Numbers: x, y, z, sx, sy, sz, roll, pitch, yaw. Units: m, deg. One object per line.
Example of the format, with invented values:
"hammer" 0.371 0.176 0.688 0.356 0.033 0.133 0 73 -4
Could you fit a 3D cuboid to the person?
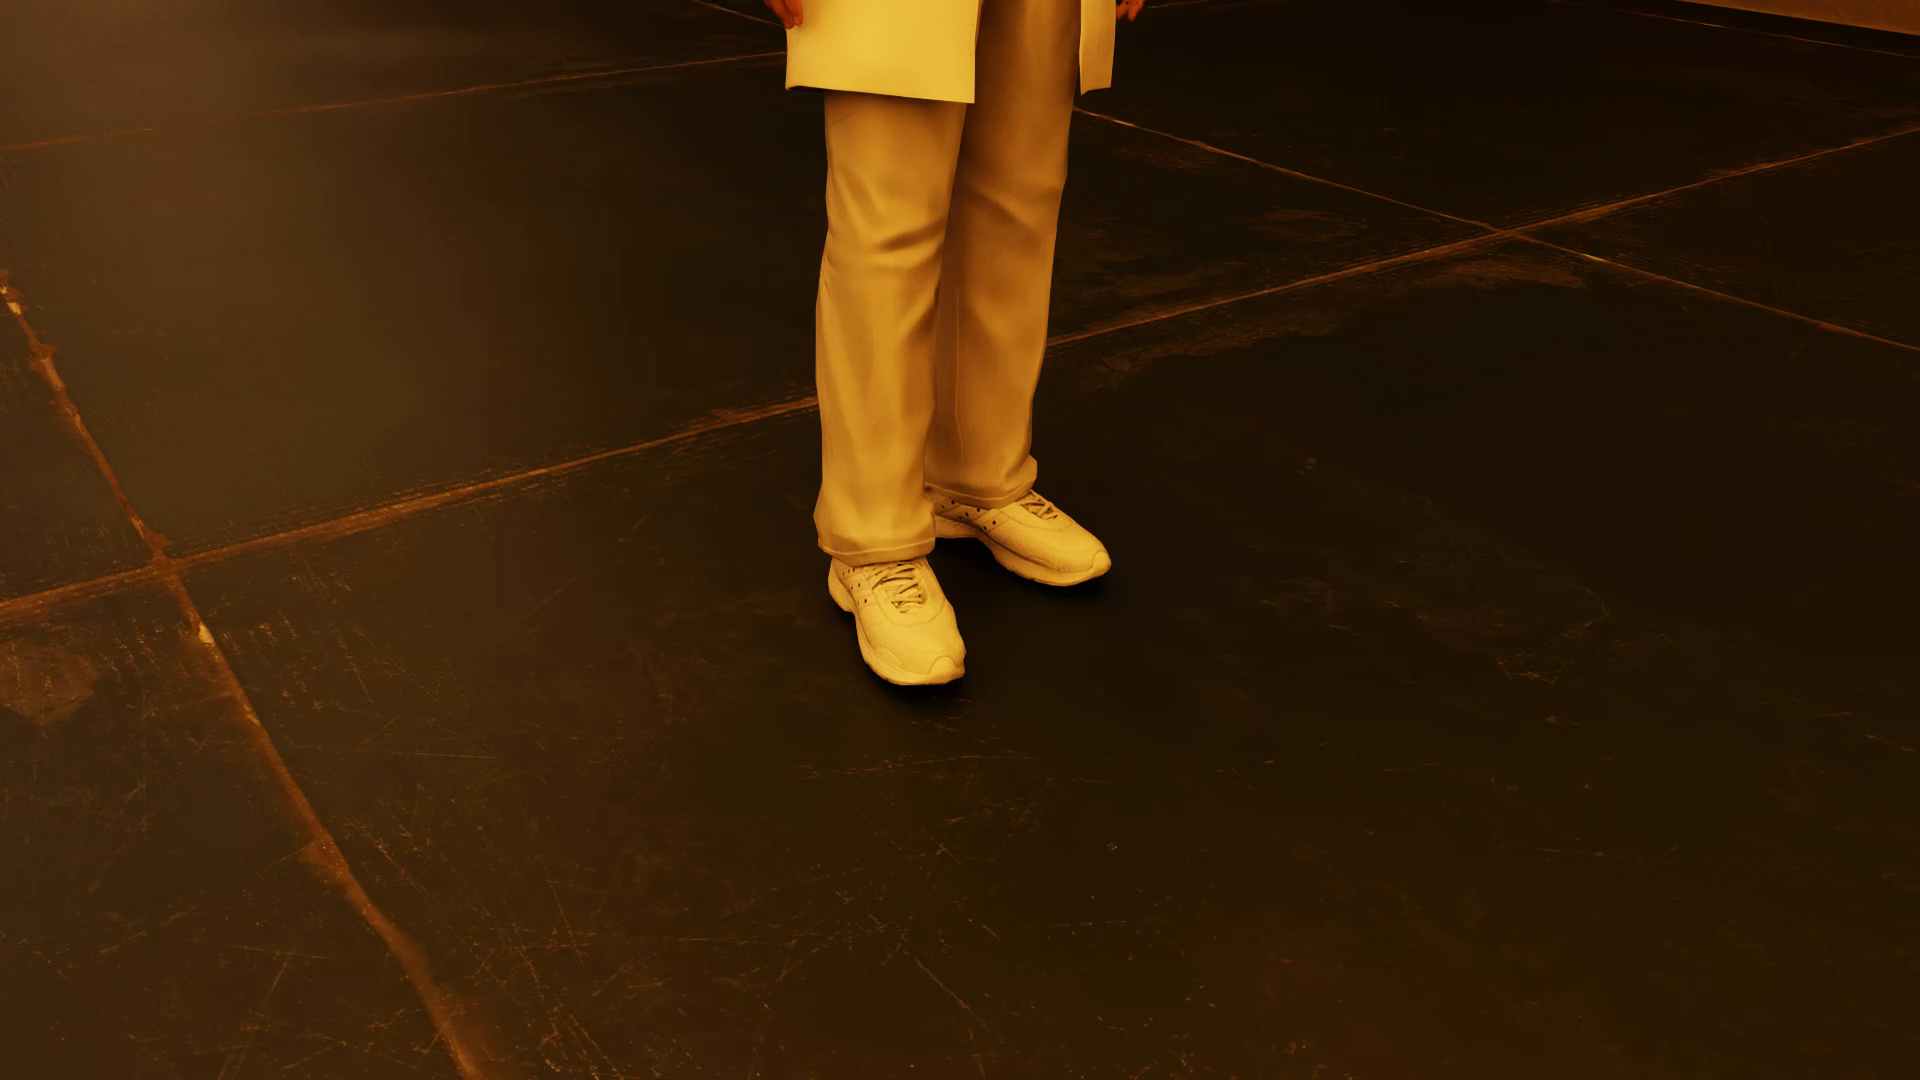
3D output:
"person" 0.049 -0.766 2.029 0.696 1.778 0.578 -17 31 -31
